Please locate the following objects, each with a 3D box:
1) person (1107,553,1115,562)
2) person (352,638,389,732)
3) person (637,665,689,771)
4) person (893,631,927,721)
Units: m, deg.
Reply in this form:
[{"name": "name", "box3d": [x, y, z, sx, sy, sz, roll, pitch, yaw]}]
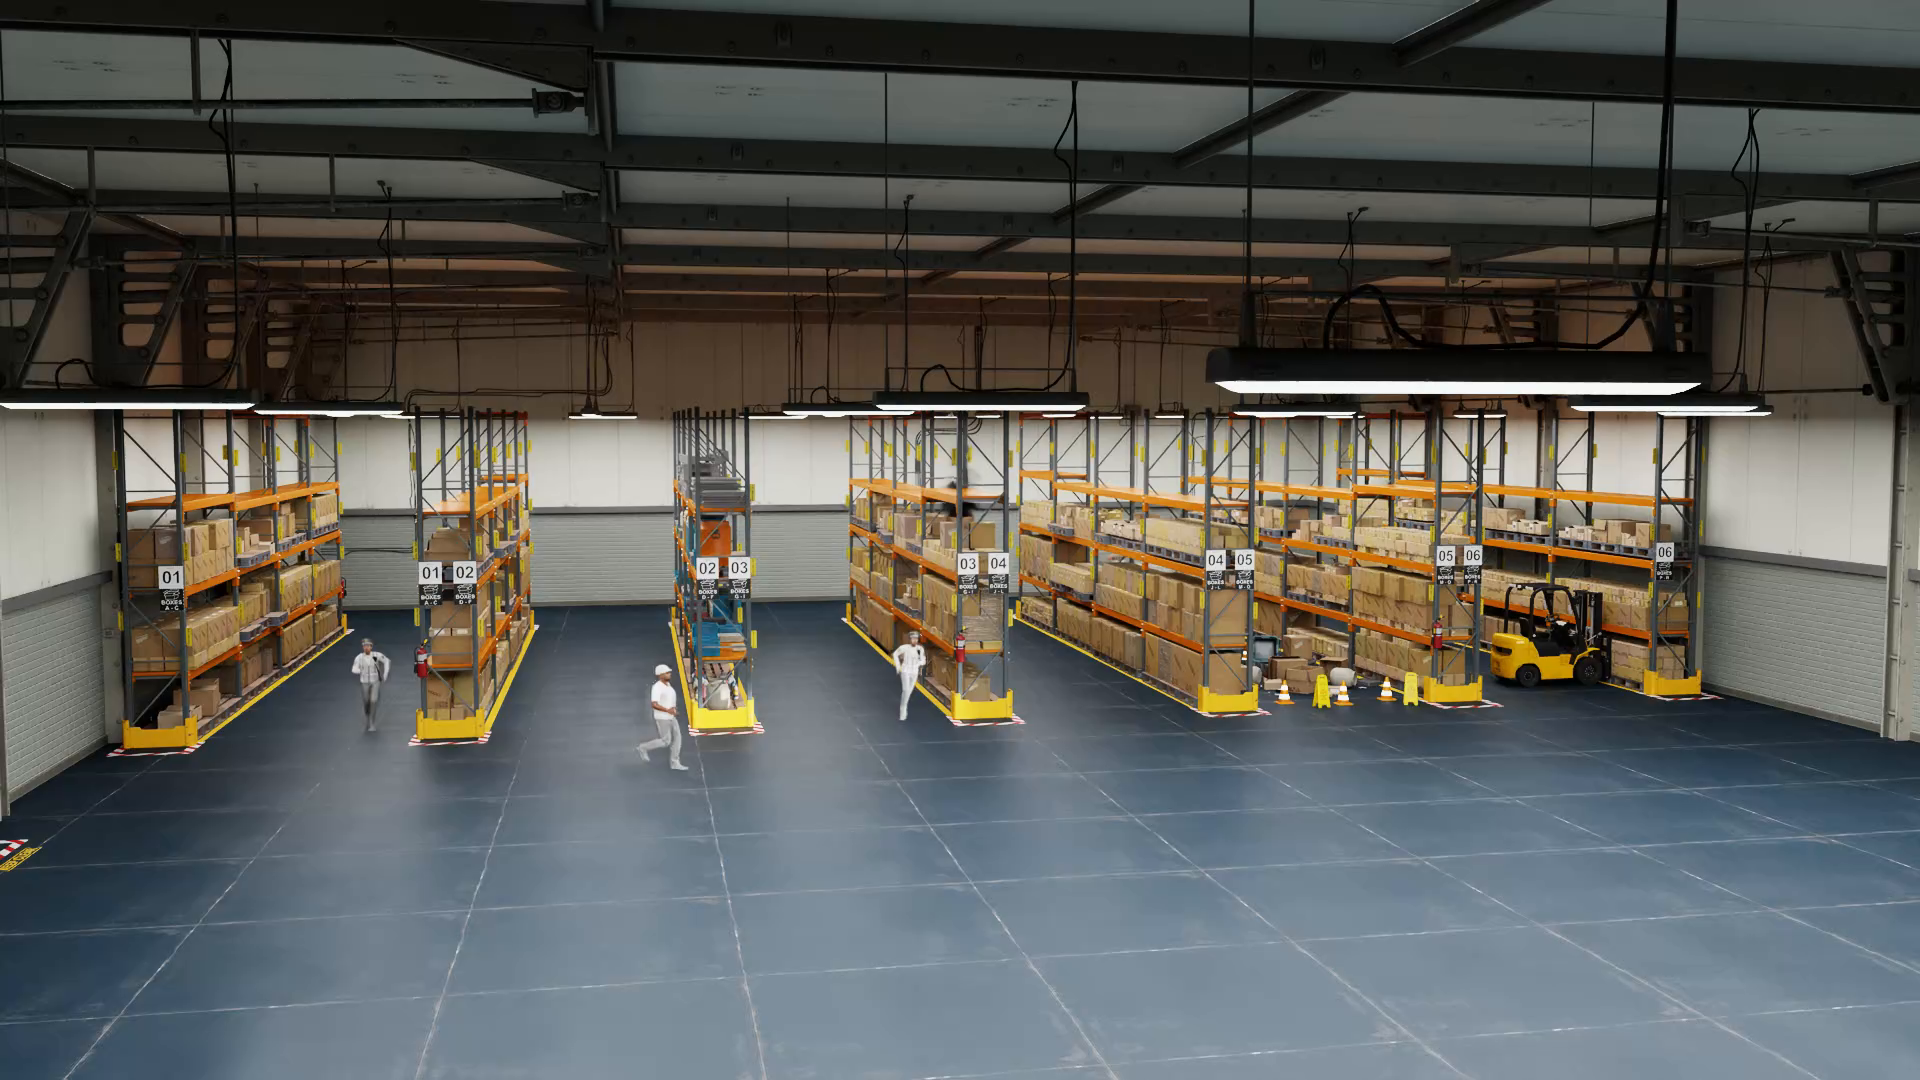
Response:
[{"name": "person", "box3d": [4.643, 1.277, 50.418, 0.691, 1.751, 0.706, 0, 4, -7]}, {"name": "person", "box3d": [-10.973, 2.678, 30.986, 0.622, 1.740, 0.878, -1, 4, -10]}, {"name": "person", "box3d": [-4.864, 2.915, 27.290, 0.828, 1.751, 0.706, 1, 4, 9]}, {"name": "person", "box3d": [-0.958, 2.617, 32.210, 0.604, 1.731, 0.724, -1, 4, -19]}]
